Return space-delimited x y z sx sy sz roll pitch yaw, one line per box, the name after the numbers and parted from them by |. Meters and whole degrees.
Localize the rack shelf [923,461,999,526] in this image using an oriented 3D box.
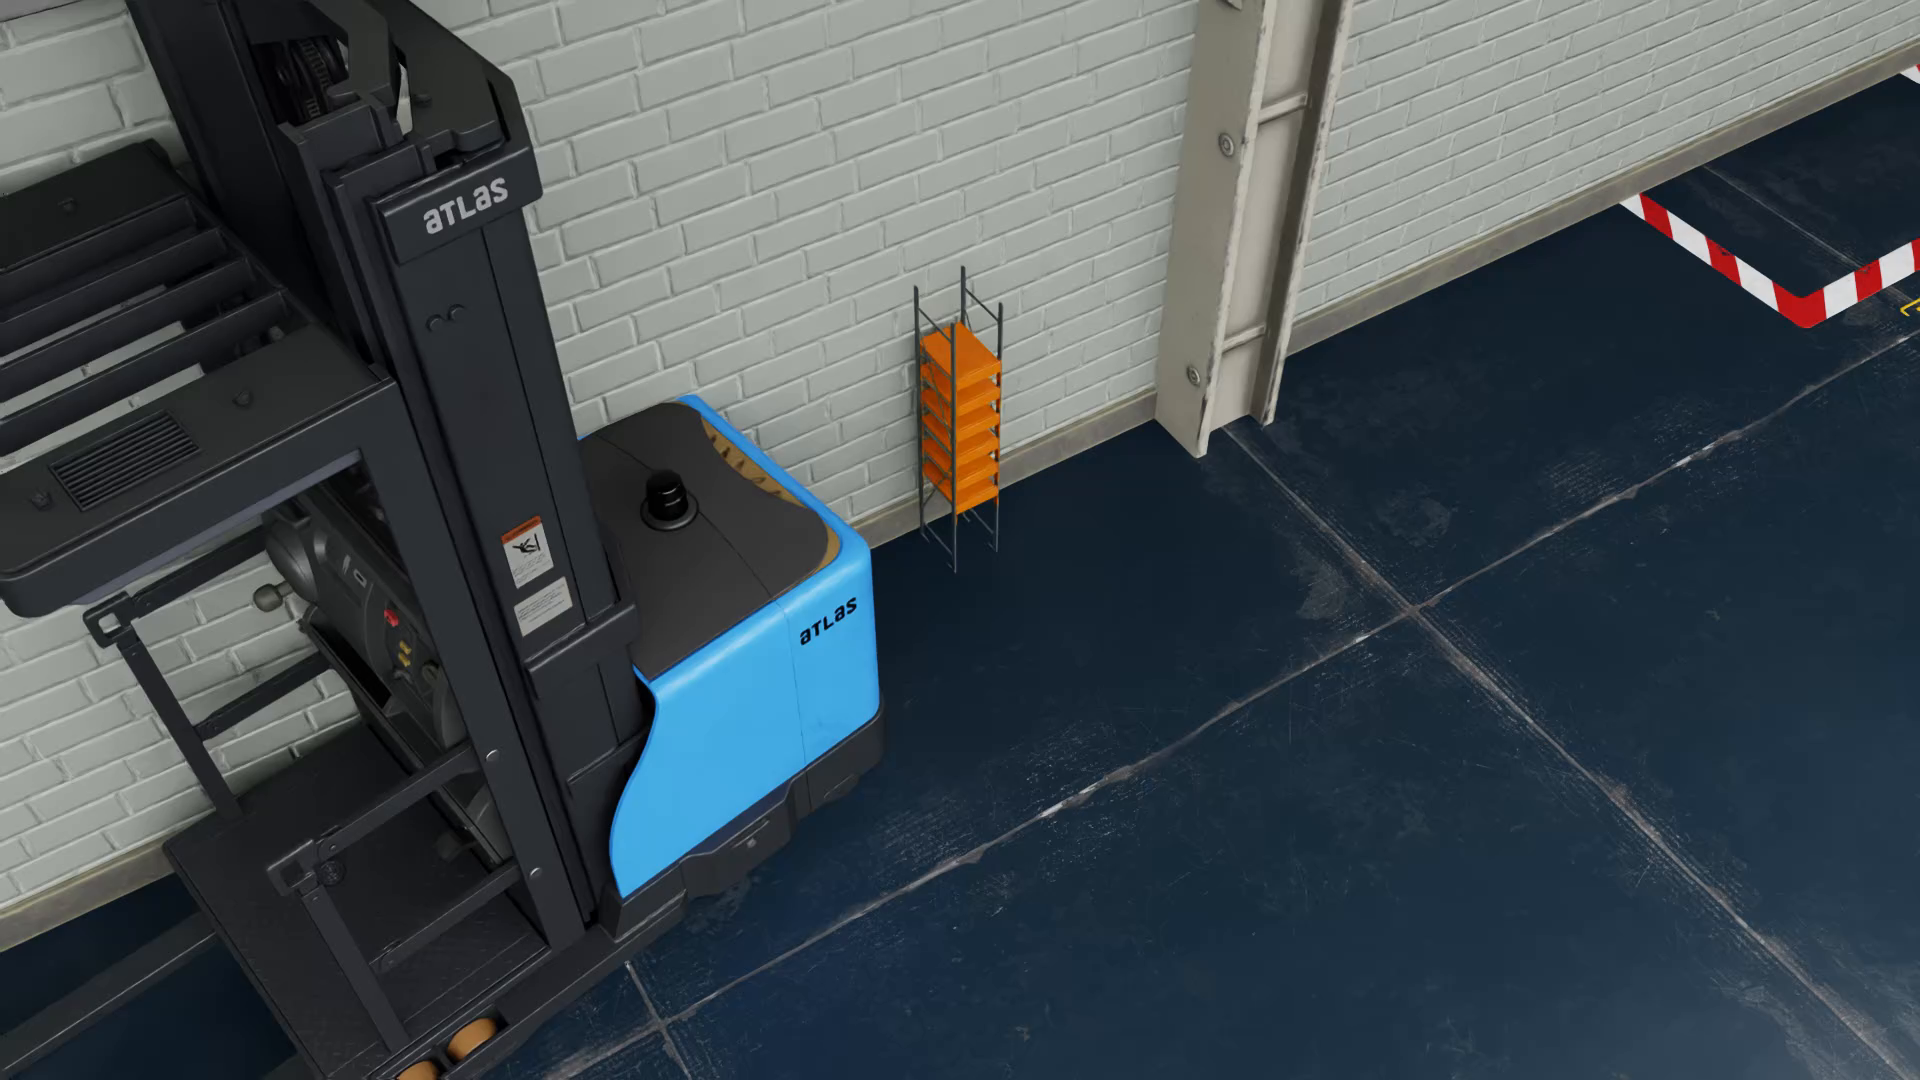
-0.006 -0.199 6.005 0.180 0.103 0.258 -26 53 -21 | rack shelf

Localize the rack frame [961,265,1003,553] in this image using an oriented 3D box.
0.071 -0.426 5.826 0.006 1.200 0.240 -26 53 -21 | rack frame

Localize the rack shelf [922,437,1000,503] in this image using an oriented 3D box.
-0.006 -0.279 5.915 0.180 0.103 0.258 -26 53 -21 | rack shelf

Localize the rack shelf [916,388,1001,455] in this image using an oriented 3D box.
-0.006 -0.439 5.736 0.180 0.103 0.258 -26 53 -21 | rack shelf

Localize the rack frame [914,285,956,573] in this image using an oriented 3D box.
-0.082 -0.351 5.759 0.006 1.200 0.240 -26 53 -21 | rack frame

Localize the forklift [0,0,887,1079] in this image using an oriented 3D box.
-1.672 0.234 4.079 3.031 2.935 1.130 -34 57 -27 | forklift

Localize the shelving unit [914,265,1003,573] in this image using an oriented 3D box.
-0.006 -0.388 5.792 0.189 1.200 0.258 -26 53 -21 | shelving unit

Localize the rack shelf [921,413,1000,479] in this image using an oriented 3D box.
-0.006 -0.359 5.826 0.180 0.103 0.258 -26 53 -21 | rack shelf

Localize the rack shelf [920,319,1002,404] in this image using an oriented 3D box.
-0.006 -0.598 5.557 0.180 0.103 0.258 -26 53 -21 | rack shelf

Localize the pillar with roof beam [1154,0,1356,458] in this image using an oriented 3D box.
3.310 -0.770 0.910 0.400 9.000 9.100 -25 53 -21 | pillar with roof beam

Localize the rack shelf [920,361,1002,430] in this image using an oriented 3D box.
-0.006 -0.518 5.646 0.180 0.103 0.258 -26 53 -21 | rack shelf
